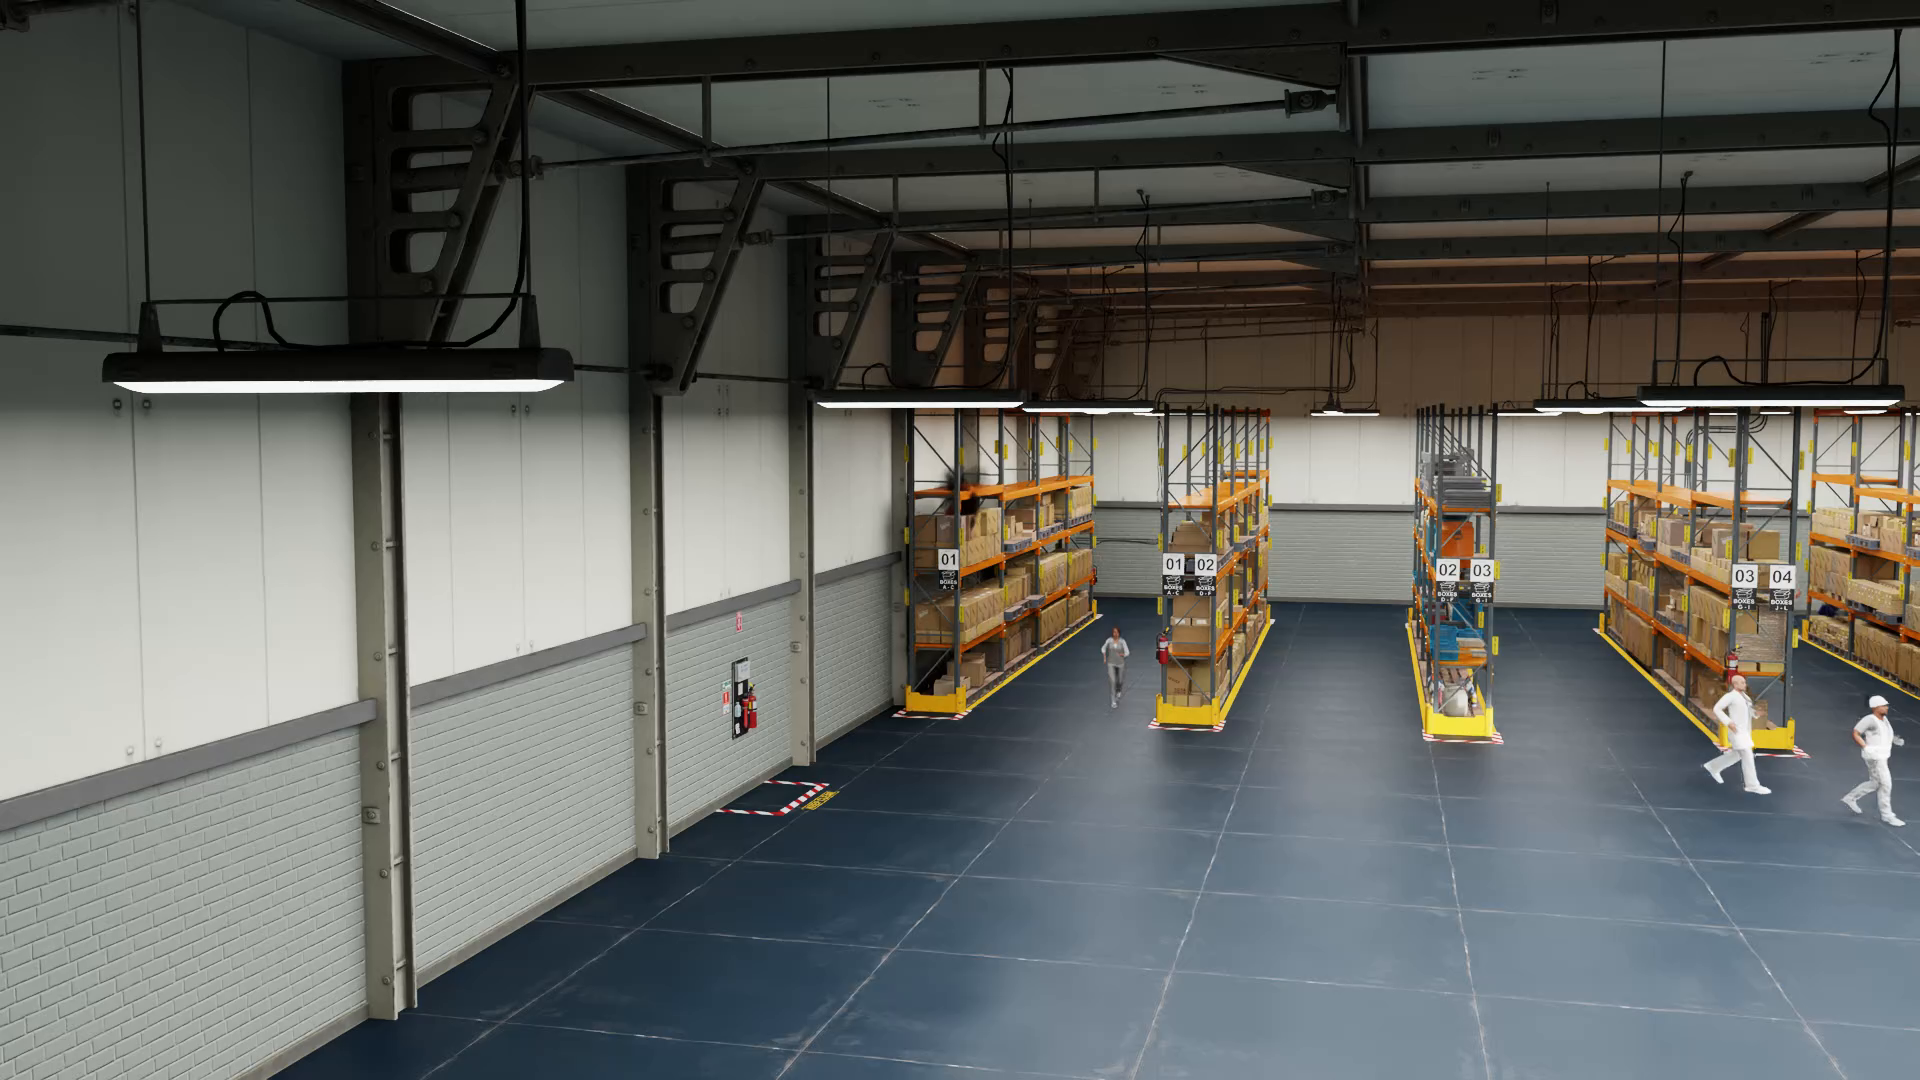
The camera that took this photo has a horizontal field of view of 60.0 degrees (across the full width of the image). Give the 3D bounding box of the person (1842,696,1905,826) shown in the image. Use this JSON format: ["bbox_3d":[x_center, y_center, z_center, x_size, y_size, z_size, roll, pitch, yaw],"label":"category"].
[{"bbox_3d":[13.003,3.103,23.636,0.860,1.792,0.678,4,6,45],"label":"person"}]

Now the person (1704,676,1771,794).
[{"bbox_3d":[11.947,2.954,25.537,0.709,1.753,1.057,-4,6,-44],"label":"person"}]

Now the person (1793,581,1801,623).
[{"bbox_3d":[21.994,1.664,44.110,0.701,1.786,0.701,-1,4,-17],"label":"person"}]

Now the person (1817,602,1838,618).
[{"bbox_3d":[23.196,1.821,44.248,0.819,1.437,0.602,1,4,10],"label":"person"}]

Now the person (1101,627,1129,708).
[{"bbox_3d":[3.094,2.509,33.126,0.545,1.575,0.864,0,4,2],"label":"person"}]
